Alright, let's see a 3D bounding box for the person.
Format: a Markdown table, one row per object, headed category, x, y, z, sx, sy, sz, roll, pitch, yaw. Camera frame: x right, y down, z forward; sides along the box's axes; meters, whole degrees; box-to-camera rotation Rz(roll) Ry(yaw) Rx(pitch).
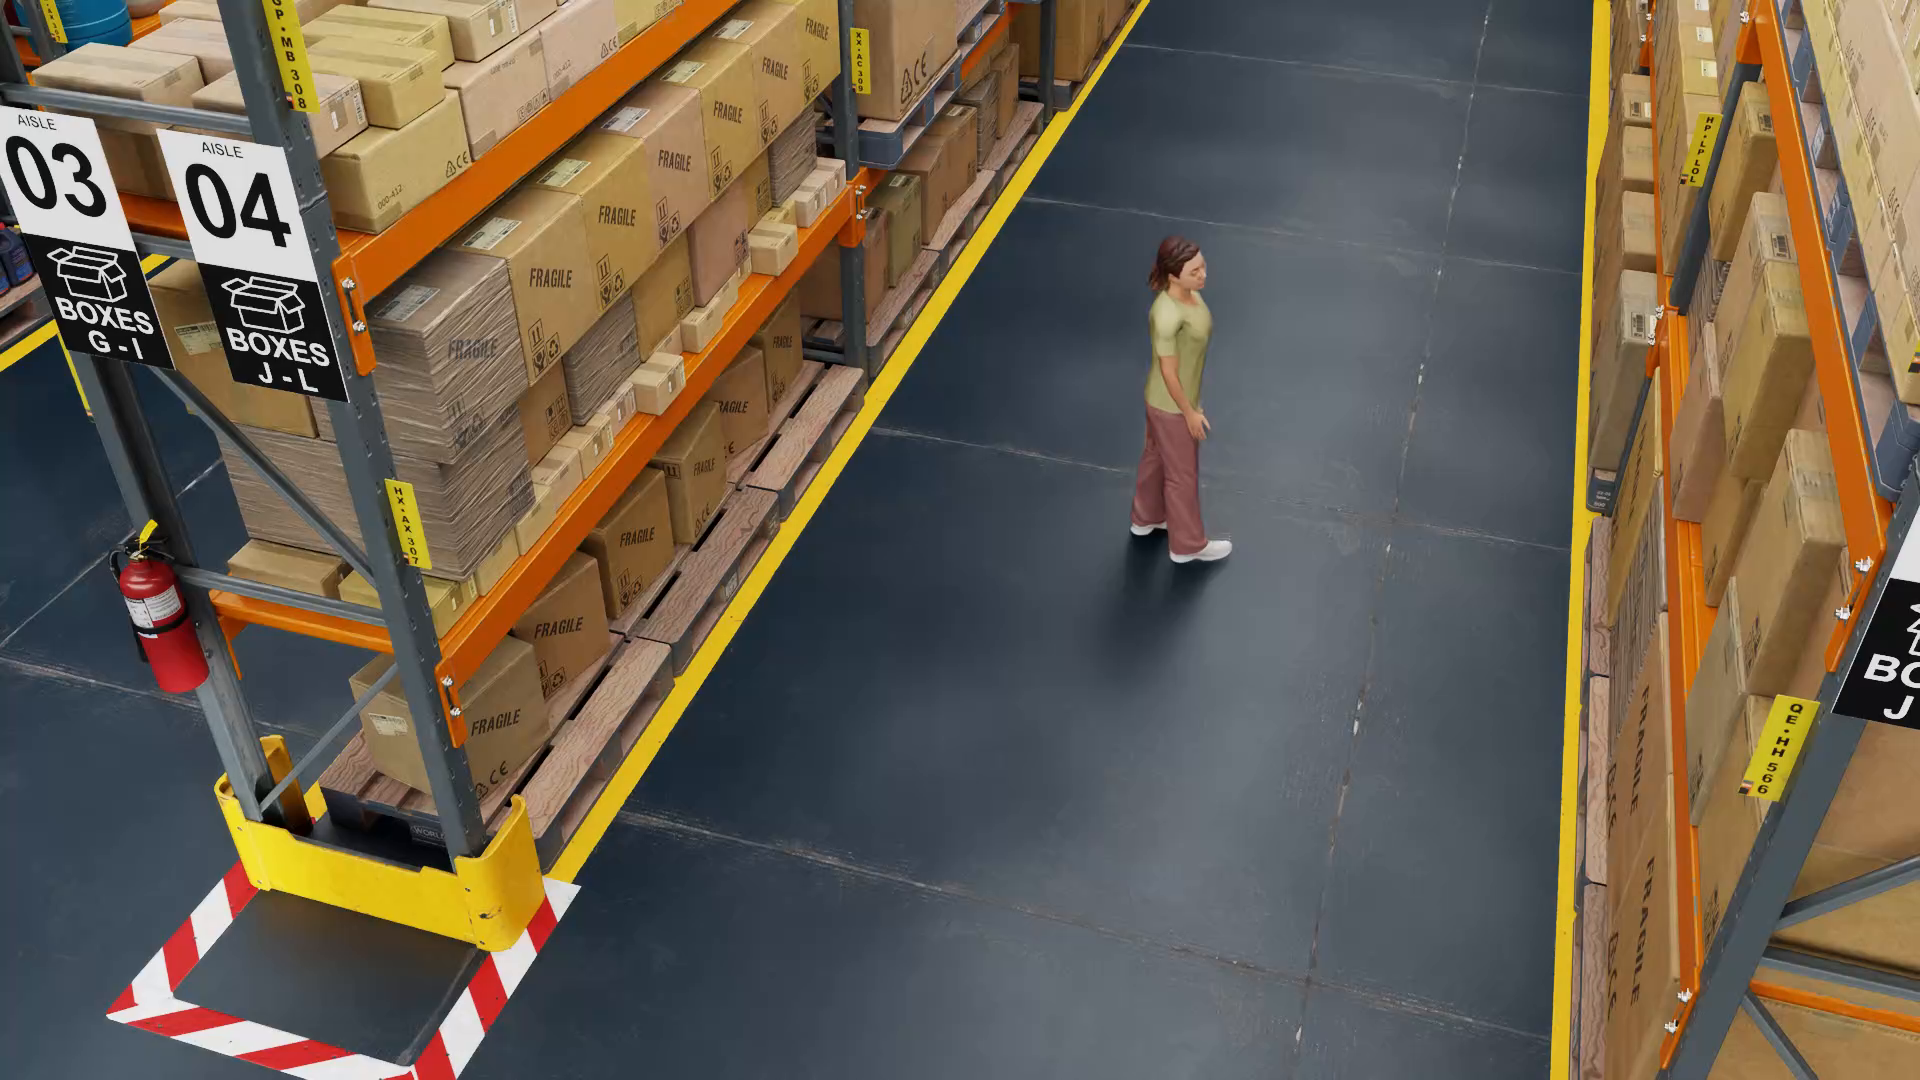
| category | x | y | z | sx | sy | sz | roll | pitch | yaw |
| --- | --- | --- | --- | --- | --- | --- | --- | --- | --- |
| person | 1.080 | -0.649 | 7.715 | 0.527 | 1.674 | 0.483 | 6 | 38 | 7 |
